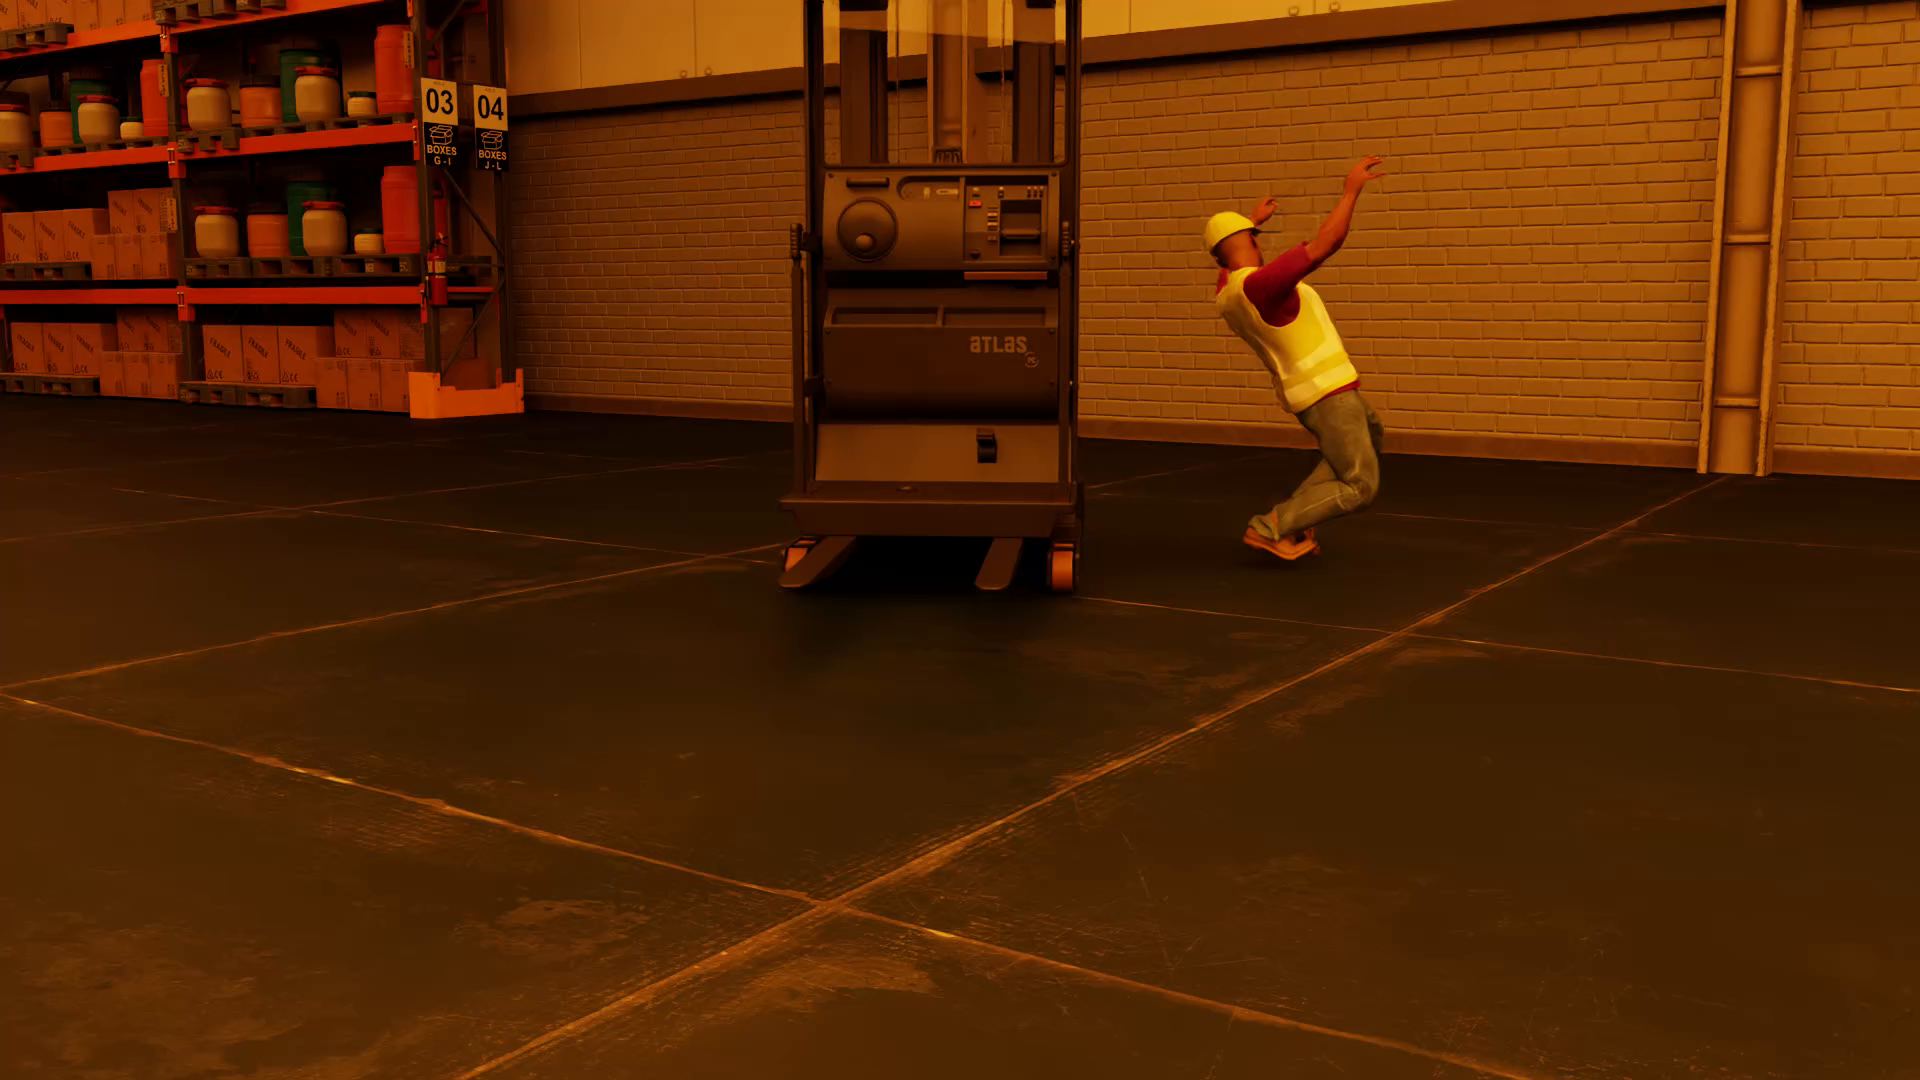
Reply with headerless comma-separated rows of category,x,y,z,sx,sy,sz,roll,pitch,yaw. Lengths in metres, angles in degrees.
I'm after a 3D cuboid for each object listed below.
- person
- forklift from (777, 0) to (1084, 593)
person,1.404,-0.731,6.960,0.807,1.665,1.084,0,8,2
forklift,-0.088,-1.299,6.330,1.130,2.935,3.031,1,8,5
